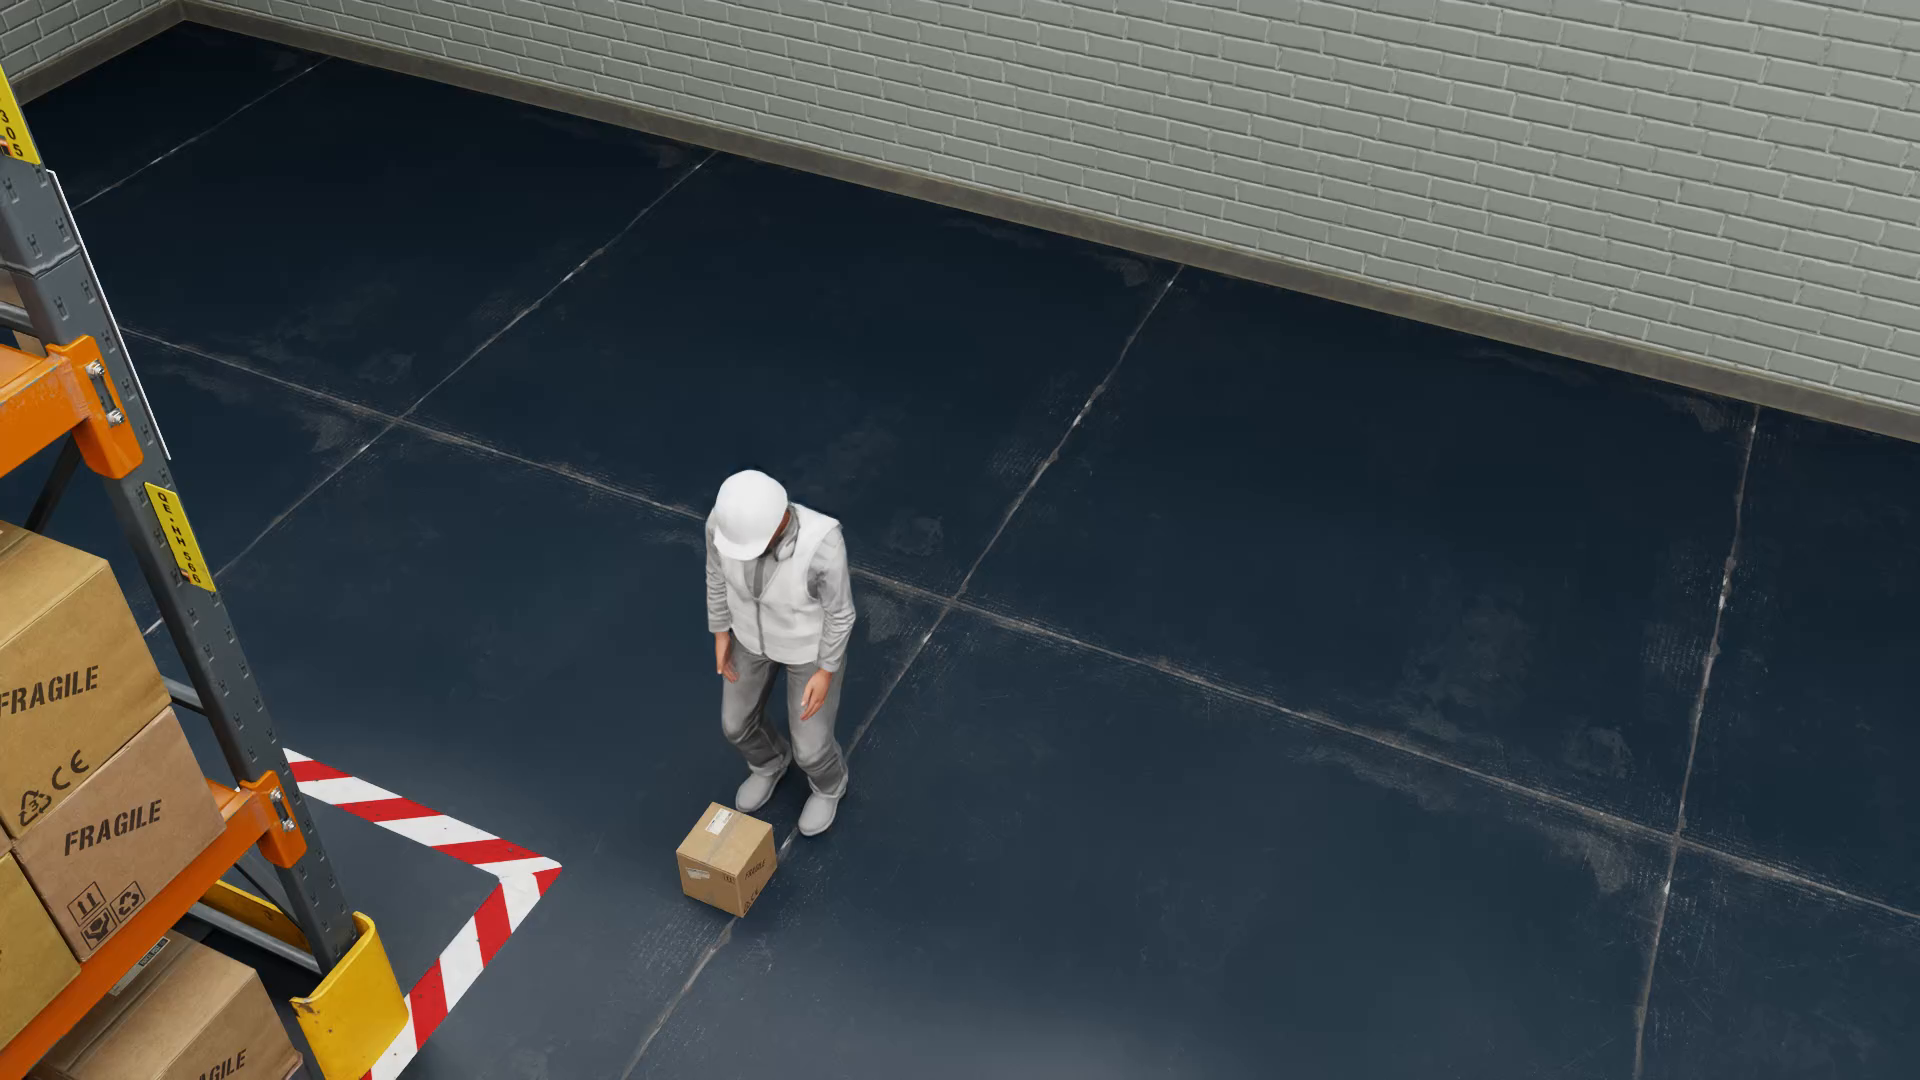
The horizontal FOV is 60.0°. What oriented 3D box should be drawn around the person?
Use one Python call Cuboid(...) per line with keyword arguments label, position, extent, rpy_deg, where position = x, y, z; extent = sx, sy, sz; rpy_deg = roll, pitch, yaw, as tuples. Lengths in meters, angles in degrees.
Cuboid(label="person", position=(-0.611, 0.366, 5.796), extent=(0.567, 1.695, 0.516), rpy_deg=(18, 45, 19))
